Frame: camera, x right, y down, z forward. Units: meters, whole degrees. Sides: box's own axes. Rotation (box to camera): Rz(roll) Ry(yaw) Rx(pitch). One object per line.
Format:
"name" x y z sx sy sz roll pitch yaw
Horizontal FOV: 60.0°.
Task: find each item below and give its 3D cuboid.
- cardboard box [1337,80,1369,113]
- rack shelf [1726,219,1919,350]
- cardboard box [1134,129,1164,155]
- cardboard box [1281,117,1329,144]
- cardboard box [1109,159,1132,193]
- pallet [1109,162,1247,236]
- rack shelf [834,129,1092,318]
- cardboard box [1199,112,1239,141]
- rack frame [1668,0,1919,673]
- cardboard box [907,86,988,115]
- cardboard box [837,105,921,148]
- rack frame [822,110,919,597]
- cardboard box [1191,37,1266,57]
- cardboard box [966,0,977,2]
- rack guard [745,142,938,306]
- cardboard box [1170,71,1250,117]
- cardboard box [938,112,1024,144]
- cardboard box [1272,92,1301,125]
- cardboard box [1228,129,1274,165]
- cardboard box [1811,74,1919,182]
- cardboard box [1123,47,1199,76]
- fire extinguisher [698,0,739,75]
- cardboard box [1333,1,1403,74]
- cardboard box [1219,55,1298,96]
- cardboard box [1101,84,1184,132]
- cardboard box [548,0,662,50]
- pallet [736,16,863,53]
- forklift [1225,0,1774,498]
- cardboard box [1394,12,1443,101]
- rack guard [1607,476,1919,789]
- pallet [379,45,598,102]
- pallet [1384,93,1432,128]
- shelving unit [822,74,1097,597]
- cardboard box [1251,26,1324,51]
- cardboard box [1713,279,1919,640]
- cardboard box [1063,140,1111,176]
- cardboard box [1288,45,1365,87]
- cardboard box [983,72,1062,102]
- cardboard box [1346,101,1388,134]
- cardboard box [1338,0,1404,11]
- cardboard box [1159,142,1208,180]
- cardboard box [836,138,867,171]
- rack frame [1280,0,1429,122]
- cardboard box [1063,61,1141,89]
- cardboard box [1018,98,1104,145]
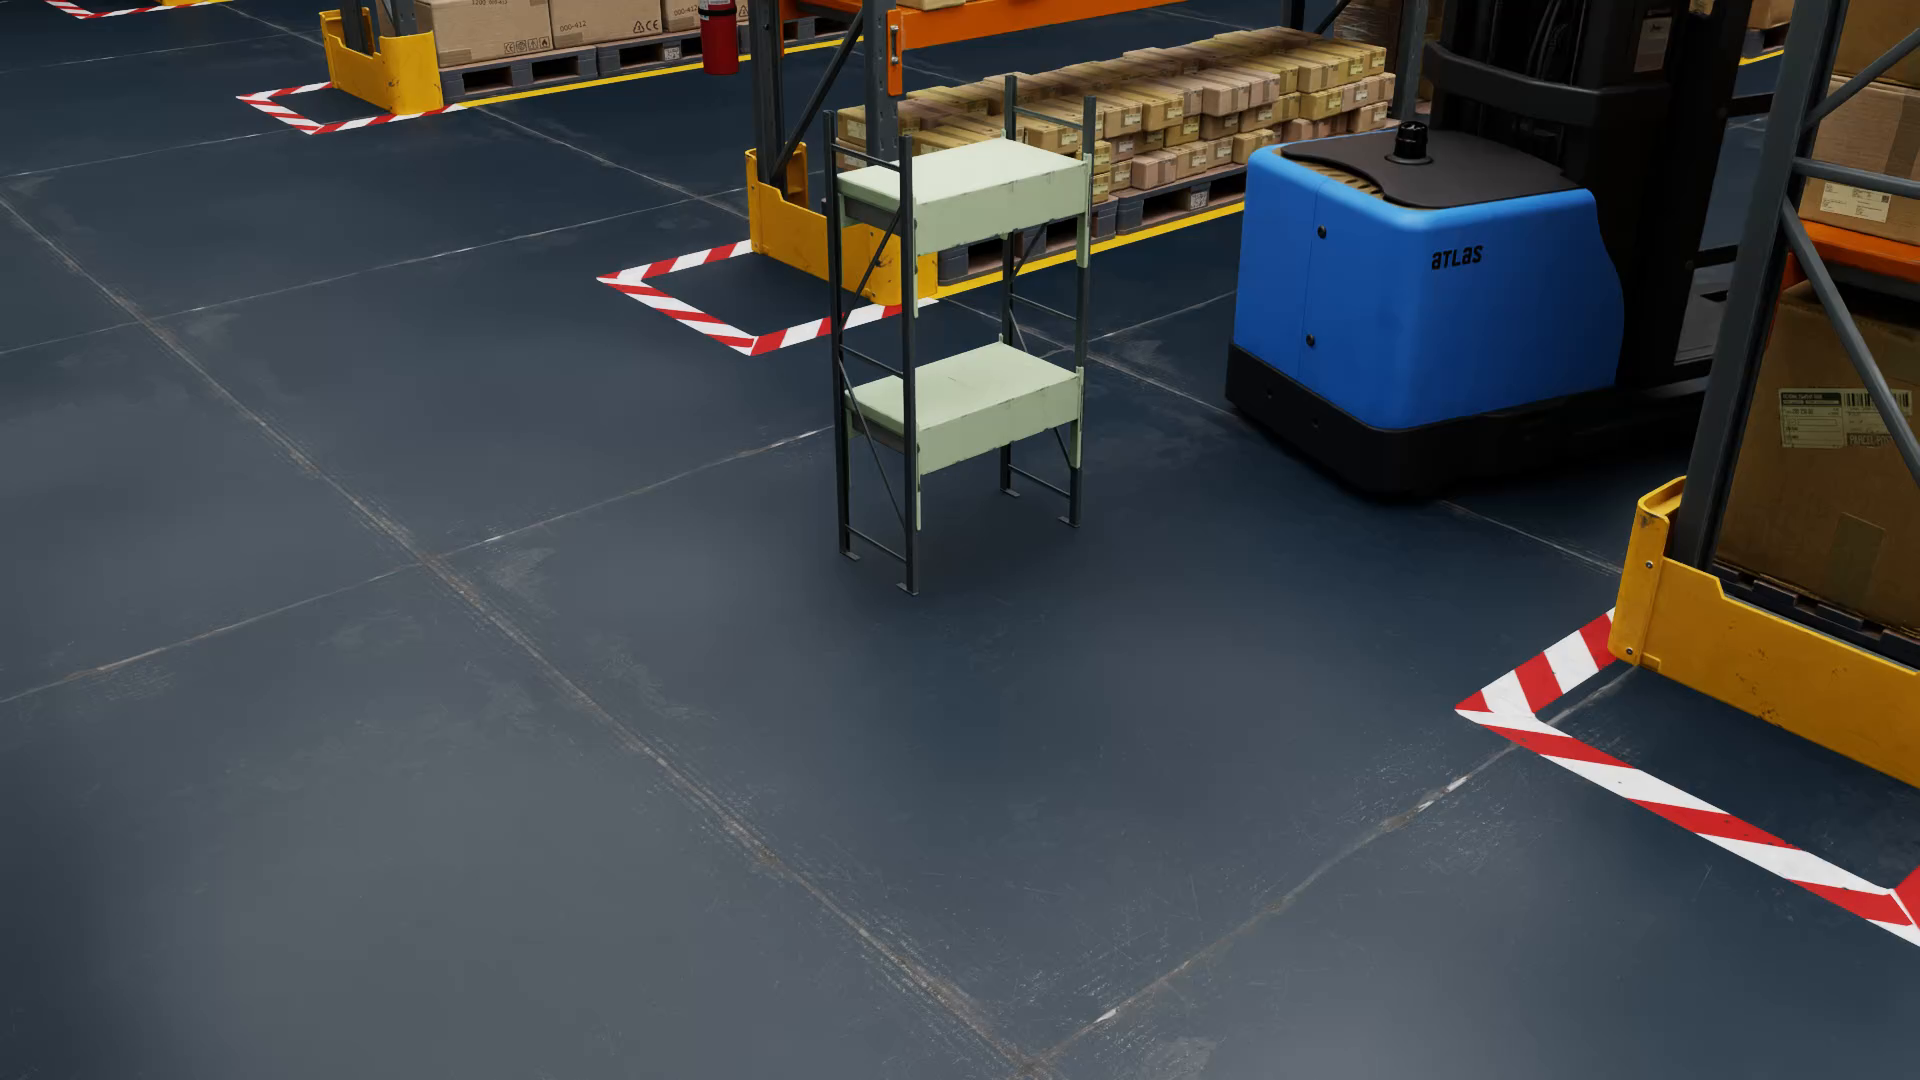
"cardboard box" 2.164 -2.630 9.753 0.250 0.149 0.380 -24 36 -37
"rack shelf" 4.016 -1.131 5.446 4.000 0.370 1.077 -22 35 -35
"cardboard box" 0.876 -2.195 8.939 0.250 0.149 0.380 -20 34 -32
"cardboard box" 1.906 -2.401 9.640 0.250 0.149 0.380 -23 36 -36
"cardboard box" 0.686 -1.958 8.810 0.250 0.149 0.380 -22 35 -35
"pallet" 0.978 -2.046 9.354 1.213 0.211 1.003 -22 35 -35
"rack shelf" 0.005 -1.008 5.216 0.720 0.370 0.431 -22 35 -35
"cardboard box" 1.319 -2.341 9.211 0.250 0.149 0.380 -24 36 -37
"rack frame" 2.494 -0.836 4.132 0.127 3.000 1.000 -22 35 -35
"cardboard box" -0.067 -2.269 8.762 0.250 0.149 0.380 -23 36 -36
"cardboard box" -0.410 -2.088 8.423 0.250 0.149 0.380 -21 35 -34
"rack frame" -0.273 -0.552 5.191 0.023 1.500 0.400 -22 35 -35
"cardboard box" 1.590 -2.870 9.886 0.250 0.149 0.380 -22 35 -36
"cardboard box" -0.022 -2.609 7.716 0.250 0.149 0.380 -20 34 -33
"rack guard" -0.590 -1.566 8.150 0.348 0.500 1.175 -22 35 -35
"cardboard box" 1.348 -2.432 9.066 0.250 0.149 0.380 -23 36 -37
"cardboard box" 0.103 -2.002 8.261 0.250 0.149 0.380 -21 35 -34
"cardboard box" 1.717 -2.501 9.510 0.250 0.149 0.380 -22 35 -34
"cardboard box" 1.530 -2.238 9.335 0.250 0.149 0.380 -22 35 -35
"cardboard box" 2.691 -1.144 4.552 0.500 0.250 0.500 -23 35 -36
"cardboard box" 1.160 -2.734 9.631 0.250 0.149 0.380 -21 35 -34
"fire extinguisher" -1.139 -2.535 7.789 0.183 0.674 0.296 -22 35 -35
"cardboard box" 2.794 -3.268 10.890 0.500 0.500 0.500 -23 36 -36
"cardboard box" 1.692 -2.635 9.445 0.250 0.149 0.380 -21 34 -33
"cardboard box" 0.959 -2.284 8.789 0.250 0.149 0.380 -21 35 -34
"cardboard box" -2.810 -3.965 12.260 0.875 0.438 0.875 -21 34 -34
"pallet" -1.524 -4.179 13.345 1.213 0.211 1.003 -22 35 -35
"forklift" 2.625 -1.898 6.192 3.031 2.935 1.130 -12 30 -21
"cardboard box" 3.129 -3.083 10.542 0.500 0.500 0.500 -20 34 -33
"rack guard" 2.476 0.274 4.707 0.348 0.500 1.175 -22 35 -35
"pallet" -3.380 -3.432 11.948 1.213 0.211 1.003 -22 35 -35
"pallet" 2.986 -2.878 10.911 1.213 0.211 1.003 -22 35 -35
"shelving unit" 0.005 -0.664 5.400 0.755 1.500 0.431 -22 35 -35
"cardboard box" 1.998 -3.028 10.182 0.250 0.149 0.380 -20 34 -33
"cardboard box" 2.929 -0.309 4.954 0.875 0.875 0.875 -22 35 -35
"cardboard box" 0.556 -1.982 8.540 0.250 0.149 0.380 -21 34 -33
"cardboard box" 2.124 -2.765 9.689 0.250 0.149 0.380 -21 35 -34
"cardboard box" 0.339 -2.428 9.059 0.250 0.149 0.380 -20 34 -33
"cardboard box" 2.318 -2.555 9.927 0.250 0.149 0.380 -21 35 -34
"cardboard box" 2.797 -3.601 10.717 0.500 0.250 0.500 -23 36 -36
"cardboard box" 1.126 -2.097 9.070 0.250 0.149 0.380 -22 35 -35
"cardboard box" -0.432 -1.968 8.514 0.250 0.149 0.380 -23 36 -36
"rack frame" 2.395 -3.869 9.807 0.127 3.000 1.000 -22 35 -35
"cardboard box" 0.793 -2.559 9.304 0.250 0.149 0.380 -22 35 -35
"cardboard box" 0.512 -2.138 8.517 0.250 0.149 0.380 -24 36 -37
